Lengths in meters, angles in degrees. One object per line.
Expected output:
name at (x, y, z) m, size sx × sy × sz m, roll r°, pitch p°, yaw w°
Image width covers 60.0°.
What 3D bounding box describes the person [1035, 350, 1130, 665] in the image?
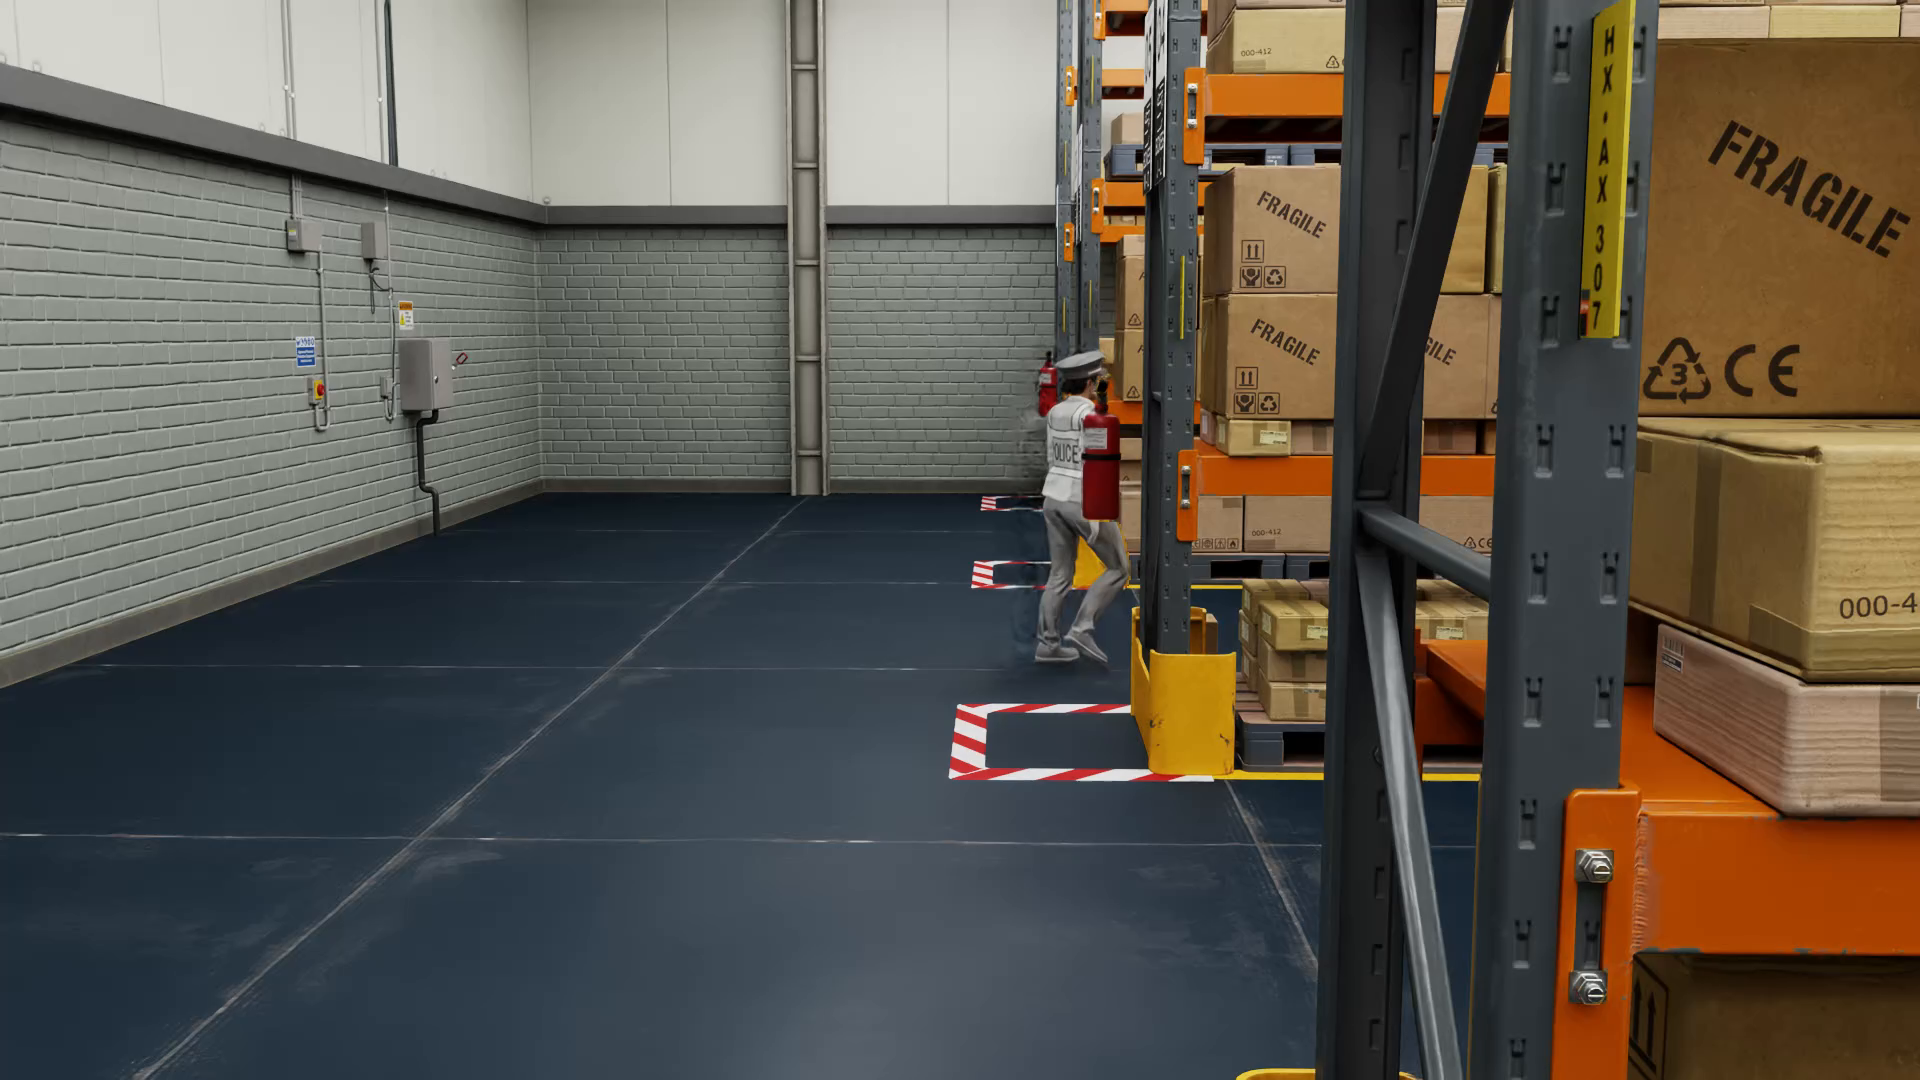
person at (0.634, -0.169, 8.859) m, size 0.447 × 1.675 × 0.515 m, roll -5°, pitch 9°, yaw -35°
